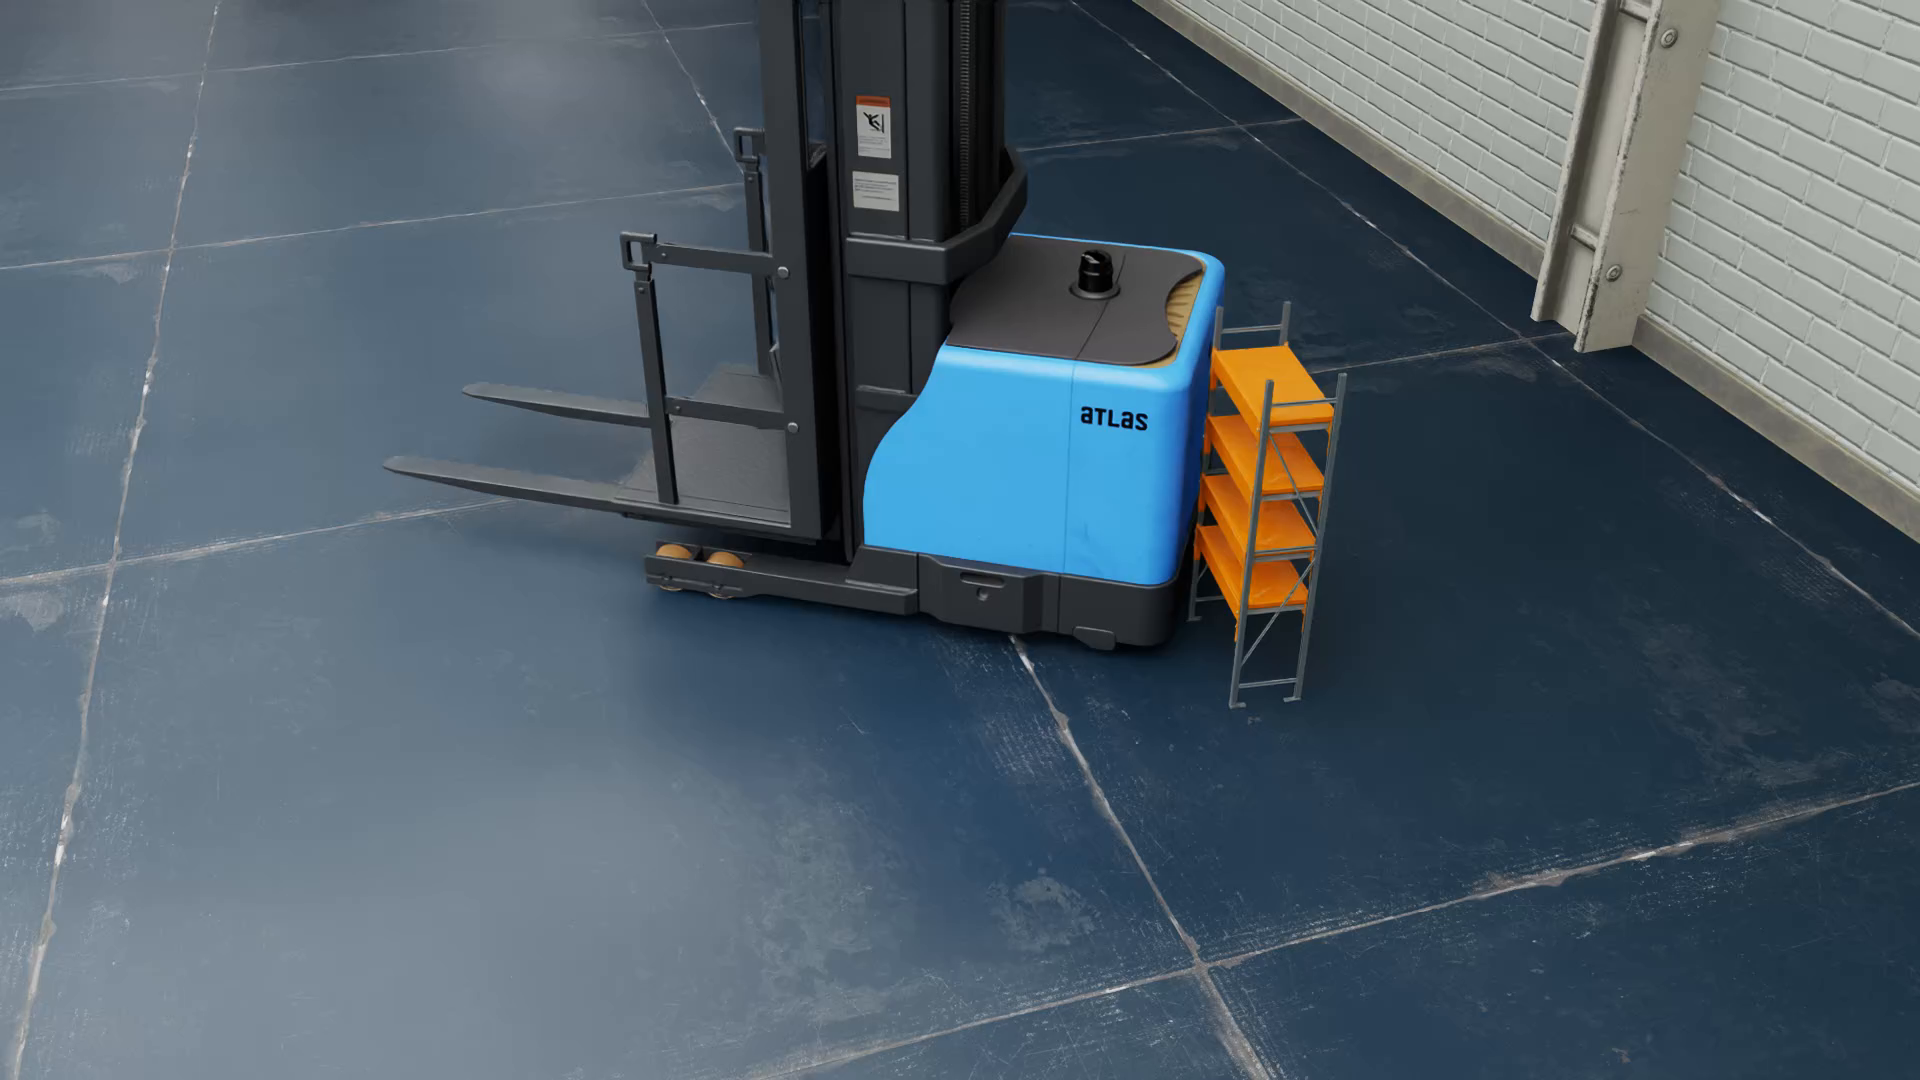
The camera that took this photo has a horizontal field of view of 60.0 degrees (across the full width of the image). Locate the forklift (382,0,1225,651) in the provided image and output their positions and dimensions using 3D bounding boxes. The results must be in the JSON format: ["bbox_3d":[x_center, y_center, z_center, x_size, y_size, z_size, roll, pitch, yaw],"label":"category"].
[{"bbox_3d":[-0.634,-1.284,5.534,3.031,2.935,1.130,8,34,12],"label":"forklift"}]

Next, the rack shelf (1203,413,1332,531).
[{"bbox_3d":[0.957,-0.230,5.226,0.258,0.148,0.480,-5,34,-8],"label":"rack shelf"}]

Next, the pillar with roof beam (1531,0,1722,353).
[{"bbox_3d":[-1.205,-4.007,4.152,9.100,9.000,0.400,-10,35,-15],"label":"pillar with roof beam"}]

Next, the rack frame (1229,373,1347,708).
[{"bbox_3d":[0.997,0.033,5.112,0.240,1.200,0.015,-5,34,-8],"label":"rack frame"}]

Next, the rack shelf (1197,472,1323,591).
[{"bbox_3d":[0.957,-0.043,5.350,0.258,0.148,0.480,-5,34,-8],"label":"rack shelf"}]

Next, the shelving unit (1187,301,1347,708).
[{"bbox_3d":[0.957,-0.100,5.312,0.258,1.200,0.503,-5,34,-8],"label":"shelving unit"}]

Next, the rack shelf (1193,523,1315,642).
[{"bbox_3d":[0.957,0.122,5.459,0.258,0.148,0.480,-5,34,-8],"label":"rack shelf"}]

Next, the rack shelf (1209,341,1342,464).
[{"bbox_3d":[0.957,-0.427,5.096,0.258,0.148,0.480,-5,34,-8],"label":"rack shelf"}]

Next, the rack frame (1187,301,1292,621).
[{"bbox_3d":[0.916,-0.232,5.513,0.240,1.200,0.015,-5,34,-8],"label":"rack frame"}]
